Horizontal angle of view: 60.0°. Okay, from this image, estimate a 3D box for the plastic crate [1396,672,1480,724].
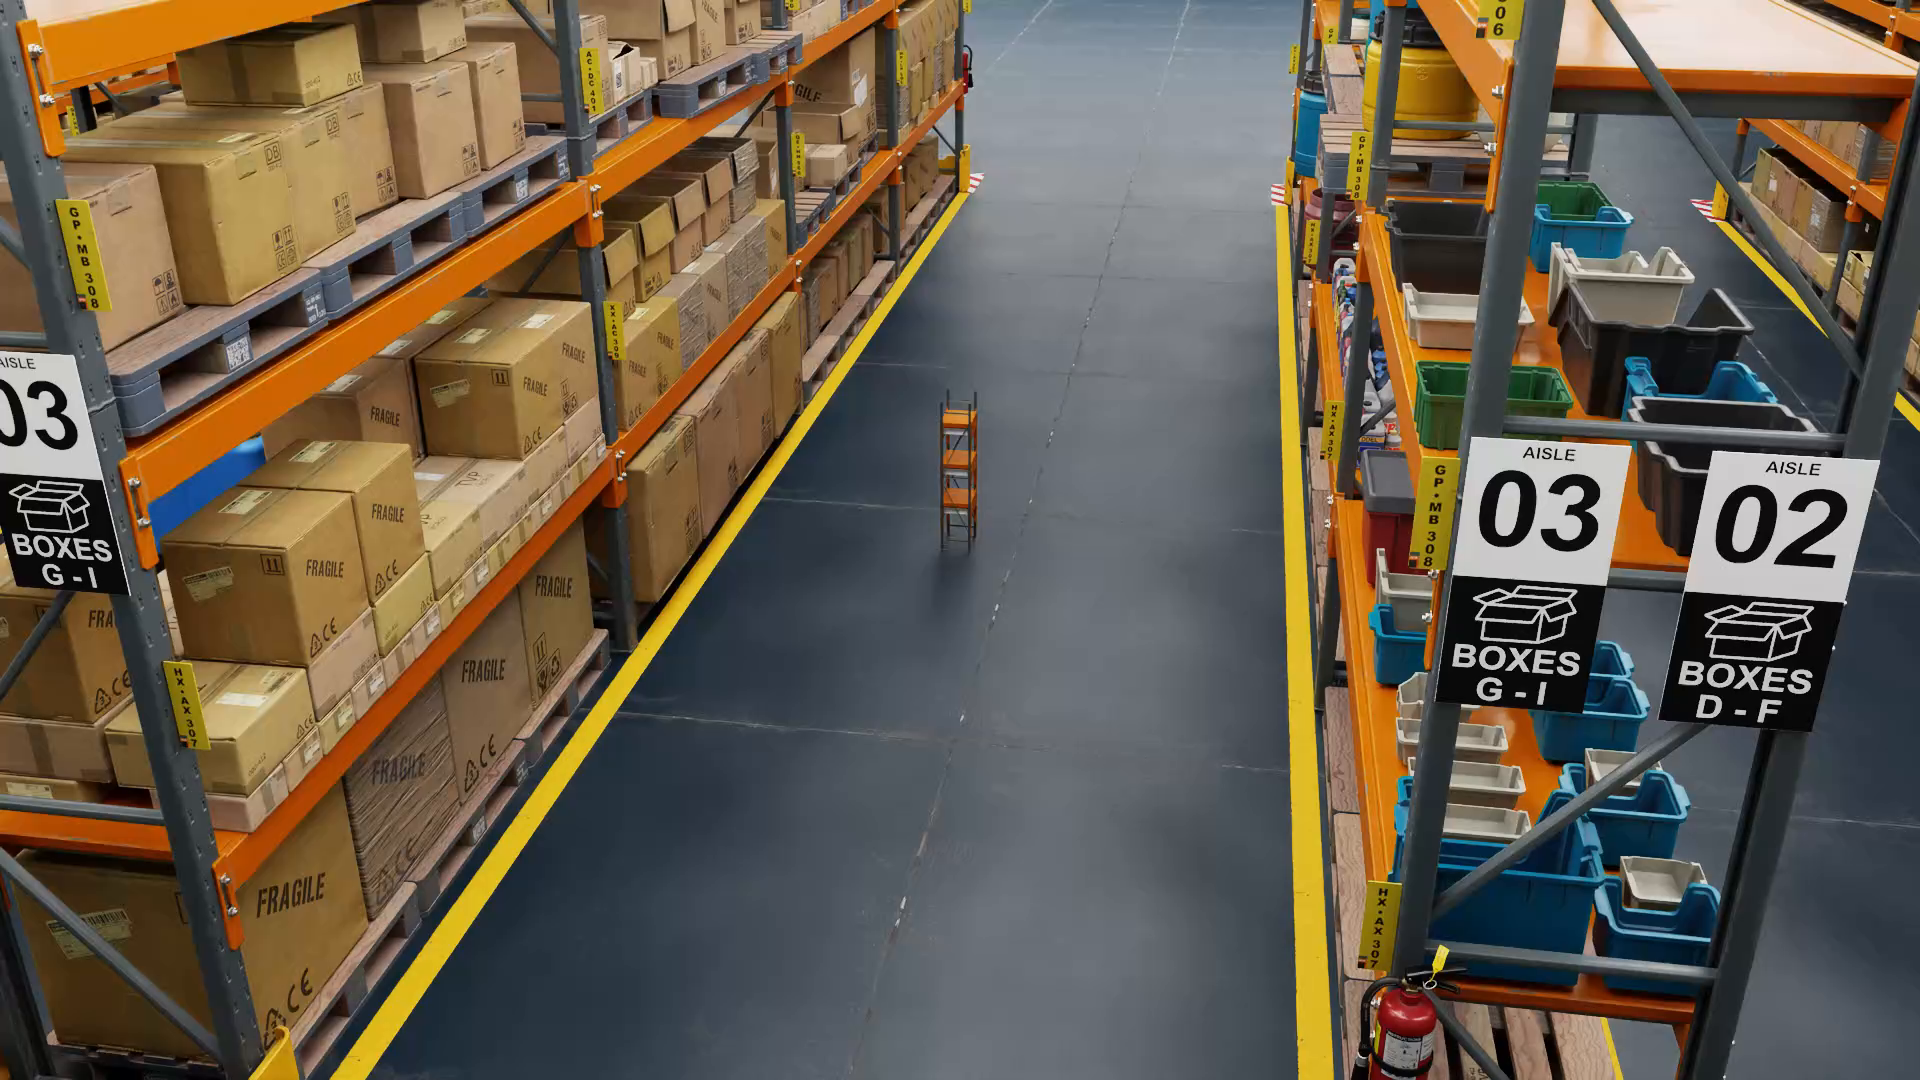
[{"bbox_3d":[1.880,0.649,6.566,0.298,0.136,0.250,4,25,9],"label":"plastic crate"}]

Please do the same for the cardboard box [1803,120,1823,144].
[{"bbox_3d":[8.974,-4.277,16.731,0.700,0.500,0.500,5,26,10],"label":"cardboard box"}]

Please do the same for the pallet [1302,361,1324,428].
[{"bbox_3d":[3.285,-1.131,13.417,1.003,0.211,1.213,4,25,9],"label":"pallet"}]

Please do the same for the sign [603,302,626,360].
[{"bbox_3d":[-1.872,-1.133,9.017,0.100,0.325,0.005,4,25,9],"label":"sign"}]

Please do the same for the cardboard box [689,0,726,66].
[{"bbox_3d":[-1.849,-3.382,10.786,0.500,0.500,0.500,5,26,11],"label":"cardboard box"}]

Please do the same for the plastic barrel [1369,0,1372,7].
[{"bbox_3d":[3.905,-5.103,14.485,0.600,0.901,0.708,4,25,9],"label":"plastic barrel"}]

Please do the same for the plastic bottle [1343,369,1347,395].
[{"bbox_3d":[2.368,-0.967,10.012,0.097,0.201,0.097,0,25,0],"label":"plastic bottle"}]

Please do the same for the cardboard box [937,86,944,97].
[{"bbox_3d":[-0.390,-5.198,19.113,0.380,0.149,0.250,4,25,9],"label":"cardboard box"}]

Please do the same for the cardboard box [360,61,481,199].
[{"bbox_3d":[-2.581,-1.826,7.343,0.700,0.500,0.500,5,26,11],"label":"cardboard box"}]

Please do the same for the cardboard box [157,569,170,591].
[{"bbox_3d":[-3.090,0.217,7.073,0.500,0.250,0.500,3,25,7],"label":"cardboard box"}]

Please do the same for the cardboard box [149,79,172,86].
[{"bbox_3d":[-6.479,-3.698,14.315,0.700,0.500,0.500,4,25,8],"label":"cardboard box"}]

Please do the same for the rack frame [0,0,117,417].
[{"bbox_3d":[-3.074,-1.787,4.453,1.000,3.000,0.127,4,25,9],"label":"rack frame"}]

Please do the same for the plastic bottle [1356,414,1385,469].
[{"bbox_3d":[2.212,-0.531,8.992,0.152,0.276,0.135,4,25,9],"label":"plastic bottle"}]

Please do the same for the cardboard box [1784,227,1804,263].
[{"bbox_3d":[8.679,-2.973,16.812,0.500,0.250,0.500,4,25,9],"label":"cardboard box"}]

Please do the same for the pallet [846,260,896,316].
[{"bbox_3d":[-1.239,-2.500,16.342,1.003,0.211,1.213,4,25,9],"label":"pallet"}]

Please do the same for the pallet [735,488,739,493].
[{"bbox_3d":[-2.171,-0.319,11.683,1.003,0.211,1.213,4,25,9],"label":"pallet"}]

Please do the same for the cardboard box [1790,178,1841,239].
[{"bbox_3d":[8.691,-3.312,16.651,0.500,0.500,0.500,4,25,9],"label":"cardboard box"}]

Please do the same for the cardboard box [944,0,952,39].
[{"bbox_3d":[-0.381,-5.938,18.749,0.500,0.500,0.500,4,25,9],"label":"cardboard box"}]

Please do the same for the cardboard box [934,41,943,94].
[{"bbox_3d":[-0.664,-5.290,18.544,0.875,0.500,0.500,4,25,9],"label":"cardboard box"}]

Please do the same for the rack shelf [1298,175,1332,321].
[{"bbox_3d":[3.447,-2.583,14.079,1.077,0.370,4.000,4,25,9],"label":"rack shelf"}]

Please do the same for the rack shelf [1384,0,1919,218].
[{"bbox_3d":[2.139,-1.773,5.744,1.077,0.370,4.000,4,25,9],"label":"rack shelf"}]

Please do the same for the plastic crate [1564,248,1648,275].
[{"bbox_3d":[2.634,-1.080,6.793,0.293,0.136,0.466,4,25,9],"label":"plastic crate"}]

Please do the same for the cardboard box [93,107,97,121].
[{"bbox_3d":[-10.324,-4.958,19.401,0.380,0.149,0.250,5,26,12],"label":"cardboard box"}]

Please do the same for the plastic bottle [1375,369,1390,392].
[{"bbox_3d":[2.466,-0.852,9.589,0.144,0.351,0.185,4,25,9],"label":"plastic bottle"}]

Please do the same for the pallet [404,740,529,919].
[{"bbox_3d":[-2.819,1.345,8.128,1.003,0.211,1.213,4,25,9],"label":"pallet"}]

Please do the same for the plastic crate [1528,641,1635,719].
[{"bbox_3d":[2.442,0.565,6.630,0.416,0.233,0.300,4,25,9],"label":"plastic crate"}]

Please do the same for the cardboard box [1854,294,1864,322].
[{"bbox_3d":[8.265,-1.980,14.690,0.500,0.250,0.500,5,25,10],"label":"cardboard box"}]

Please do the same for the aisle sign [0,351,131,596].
[{"bbox_3d":[-2.790,-0.196,5.064,0.394,0.787,0.004,4,25,9],"label":"aisle sign"}]

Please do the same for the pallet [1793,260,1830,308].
[{"bbox_3d":[8.831,-2.467,16.272,1.003,0.211,1.213,4,25,9],"label":"pallet"}]

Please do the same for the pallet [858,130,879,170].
[{"bbox_3d":[-1.381,-3.692,15.826,1.003,0.211,1.213,4,25,9],"label":"pallet"}]

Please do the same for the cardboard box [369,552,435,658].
[{"bbox_3d":[-2.565,0.254,6.996,0.500,0.250,0.500,3,25,7],"label":"cardboard box"}]

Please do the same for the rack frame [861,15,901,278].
[{"bbox_3d":[-1.113,-4.089,16.447,1.000,3.000,0.127,4,25,9],"label":"rack frame"}]

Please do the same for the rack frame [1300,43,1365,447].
[{"bbox_3d":[3.120,-2.072,12.139,1.000,3.000,0.127,4,25,9],"label":"rack frame"}]

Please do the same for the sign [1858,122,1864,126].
[{"bbox_3d":[8.112,-3.866,14.857,0.100,0.325,0.005,4,25,9],"label":"sign"}]

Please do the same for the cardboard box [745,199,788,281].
[{"bbox_3d":[-1.603,-2.237,12.374,0.500,0.500,0.500,5,26,10],"label":"cardboard box"}]

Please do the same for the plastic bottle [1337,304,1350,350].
[{"bbox_3d":[2.496,-1.381,10.800,0.061,0.283,0.133,4,25,9],"label":"plastic bottle"}]

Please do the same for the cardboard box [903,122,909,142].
[{"bbox_3d":[-0.727,-4.148,16.869,0.380,0.149,0.250,4,25,9],"label":"cardboard box"}]

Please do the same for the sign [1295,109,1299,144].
[{"bbox_3d":[3.233,-3.914,15.746,0.100,0.325,0.005,4,25,9],"label":"sign"}]

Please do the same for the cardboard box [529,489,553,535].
[{"bbox_3d":[-2.273,-0.156,8.342,0.380,0.149,0.250,4,25,9],"label":"cardboard box"}]

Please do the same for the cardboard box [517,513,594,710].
[{"bbox_3d":[-2.607,0.300,9.082,0.875,0.875,0.875,4,25,9],"label":"cardboard box"}]

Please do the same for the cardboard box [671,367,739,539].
[{"bbox_3d":[-2.190,-0.613,11.033,1.225,0.875,0.875,3,25,7],"label":"cardboard box"}]

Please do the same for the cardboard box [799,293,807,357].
[{"bbox_3d":[-1.677,-1.764,13.911,0.700,0.500,0.500,3,25,6],"label":"cardboard box"}]

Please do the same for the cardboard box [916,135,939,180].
[{"bbox_3d":[-0.578,-4.560,19.906,0.500,0.500,0.500,9,27,18],"label":"cardboard box"}]

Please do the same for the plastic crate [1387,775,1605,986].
[{"bbox_3d":[1.683,1.077,5.298,0.616,0.435,0.499,4,25,9],"label":"plastic crate"}]

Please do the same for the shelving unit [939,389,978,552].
[{"bbox_3d":[-0.009,-0.453,10.980,0.215,1.050,0.252,4,25,9],"label":"shelving unit"}]

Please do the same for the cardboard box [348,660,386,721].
[{"bbox_3d":[-2.567,0.595,6.737,0.380,0.149,0.250,4,25,8],"label":"cardboard box"}]

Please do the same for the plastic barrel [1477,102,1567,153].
[{"bbox_3d":[2.799,-2.213,8.245,0.433,0.535,0.433,0,25,0],"label":"plastic barrel"}]

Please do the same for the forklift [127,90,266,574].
[{"bbox_3d":[-4.479,-1.566,11.139,1.130,2.935,3.031,4,25,8],"label":"forklift"}]

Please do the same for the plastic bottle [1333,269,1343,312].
[{"bbox_3d":[2.632,-1.727,11.538,0.061,0.283,0.133,4,25,9],"label":"plastic bottle"}]

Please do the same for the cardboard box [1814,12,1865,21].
[{"bbox_3d":[9.054,-5.059,16.871,0.700,0.500,0.500,4,25,9],"label":"cardboard box"}]

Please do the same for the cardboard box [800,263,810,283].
[{"bbox_3d":[-1.610,-2.327,14.229,0.500,0.250,0.500,7,26,14],"label":"cardboard box"}]

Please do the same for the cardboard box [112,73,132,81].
[{"bbox_3d":[-10.226,-5.623,20.022,0.380,0.149,0.250,4,25,8],"label":"cardboard box"}]

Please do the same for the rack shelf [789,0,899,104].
[{"bbox_3d":[-1.440,-4.285,14.176,1.077,0.370,4.000,4,25,9],"label":"rack shelf"}]

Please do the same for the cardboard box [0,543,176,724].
[{"bbox_3d":[-3.254,0.302,6.008,0.500,0.500,0.500,4,25,9],"label":"cardboard box"}]
